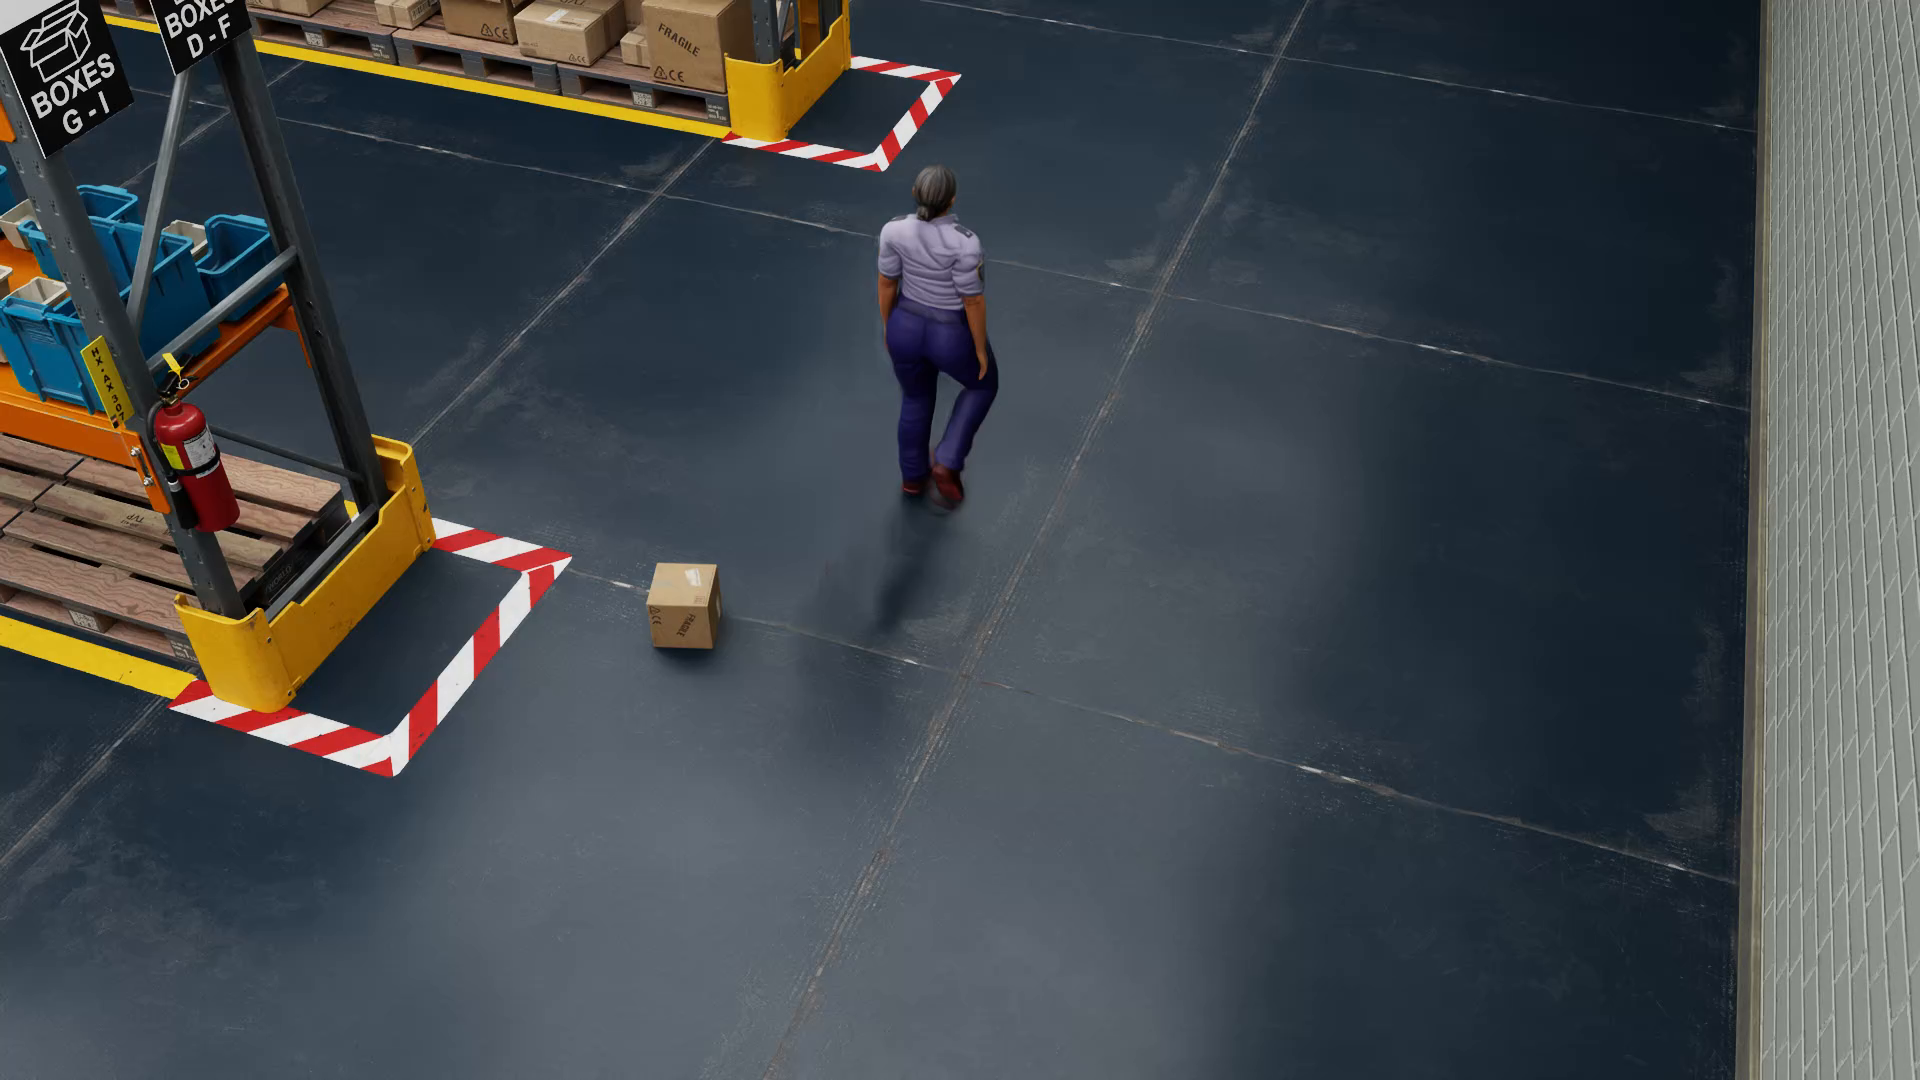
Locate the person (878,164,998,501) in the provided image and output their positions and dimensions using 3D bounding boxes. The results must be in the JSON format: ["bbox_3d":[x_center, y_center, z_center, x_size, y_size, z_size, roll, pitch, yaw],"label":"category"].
[{"bbox_3d":[-0.098,-0.877,7.141,0.506,1.654,0.449,14,44,15],"label":"person"}]
